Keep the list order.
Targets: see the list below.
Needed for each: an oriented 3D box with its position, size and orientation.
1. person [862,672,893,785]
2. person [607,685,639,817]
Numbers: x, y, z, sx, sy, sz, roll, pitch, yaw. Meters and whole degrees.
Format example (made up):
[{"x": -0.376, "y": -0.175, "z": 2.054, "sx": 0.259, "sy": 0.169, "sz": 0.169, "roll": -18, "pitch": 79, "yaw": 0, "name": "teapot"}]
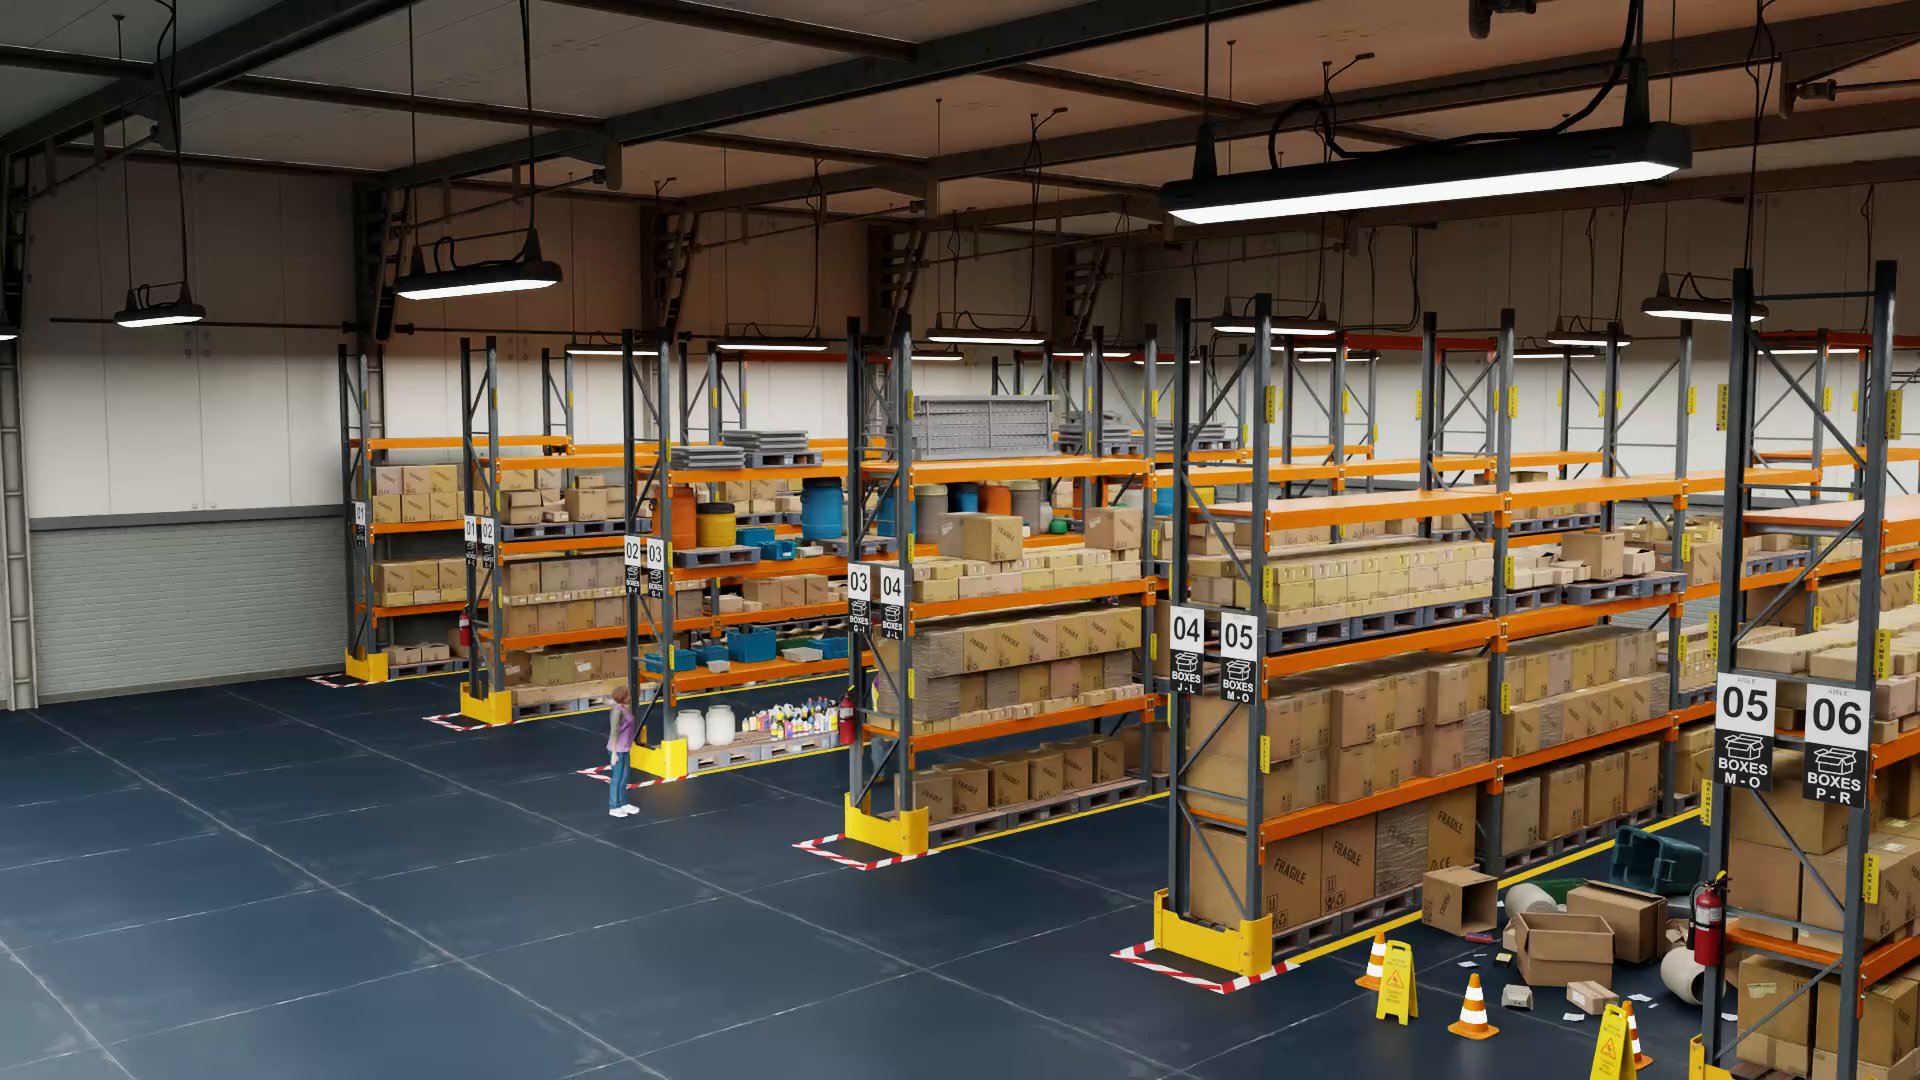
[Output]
[{"x": -1.062, "y": 2.317, "z": 22.041, "sx": 0.533, "sy": 1.803, "sz": 0.650, "roll": 3, "pitch": 6, "yaw": 31, "name": "person"}, {"x": -4.126, "y": 2.561, "z": 20.197, "sx": 0.329, "sy": 1.608, "sz": 0.483, "roll": 0, "pitch": 5, "yaw": 4, "name": "person"}]
